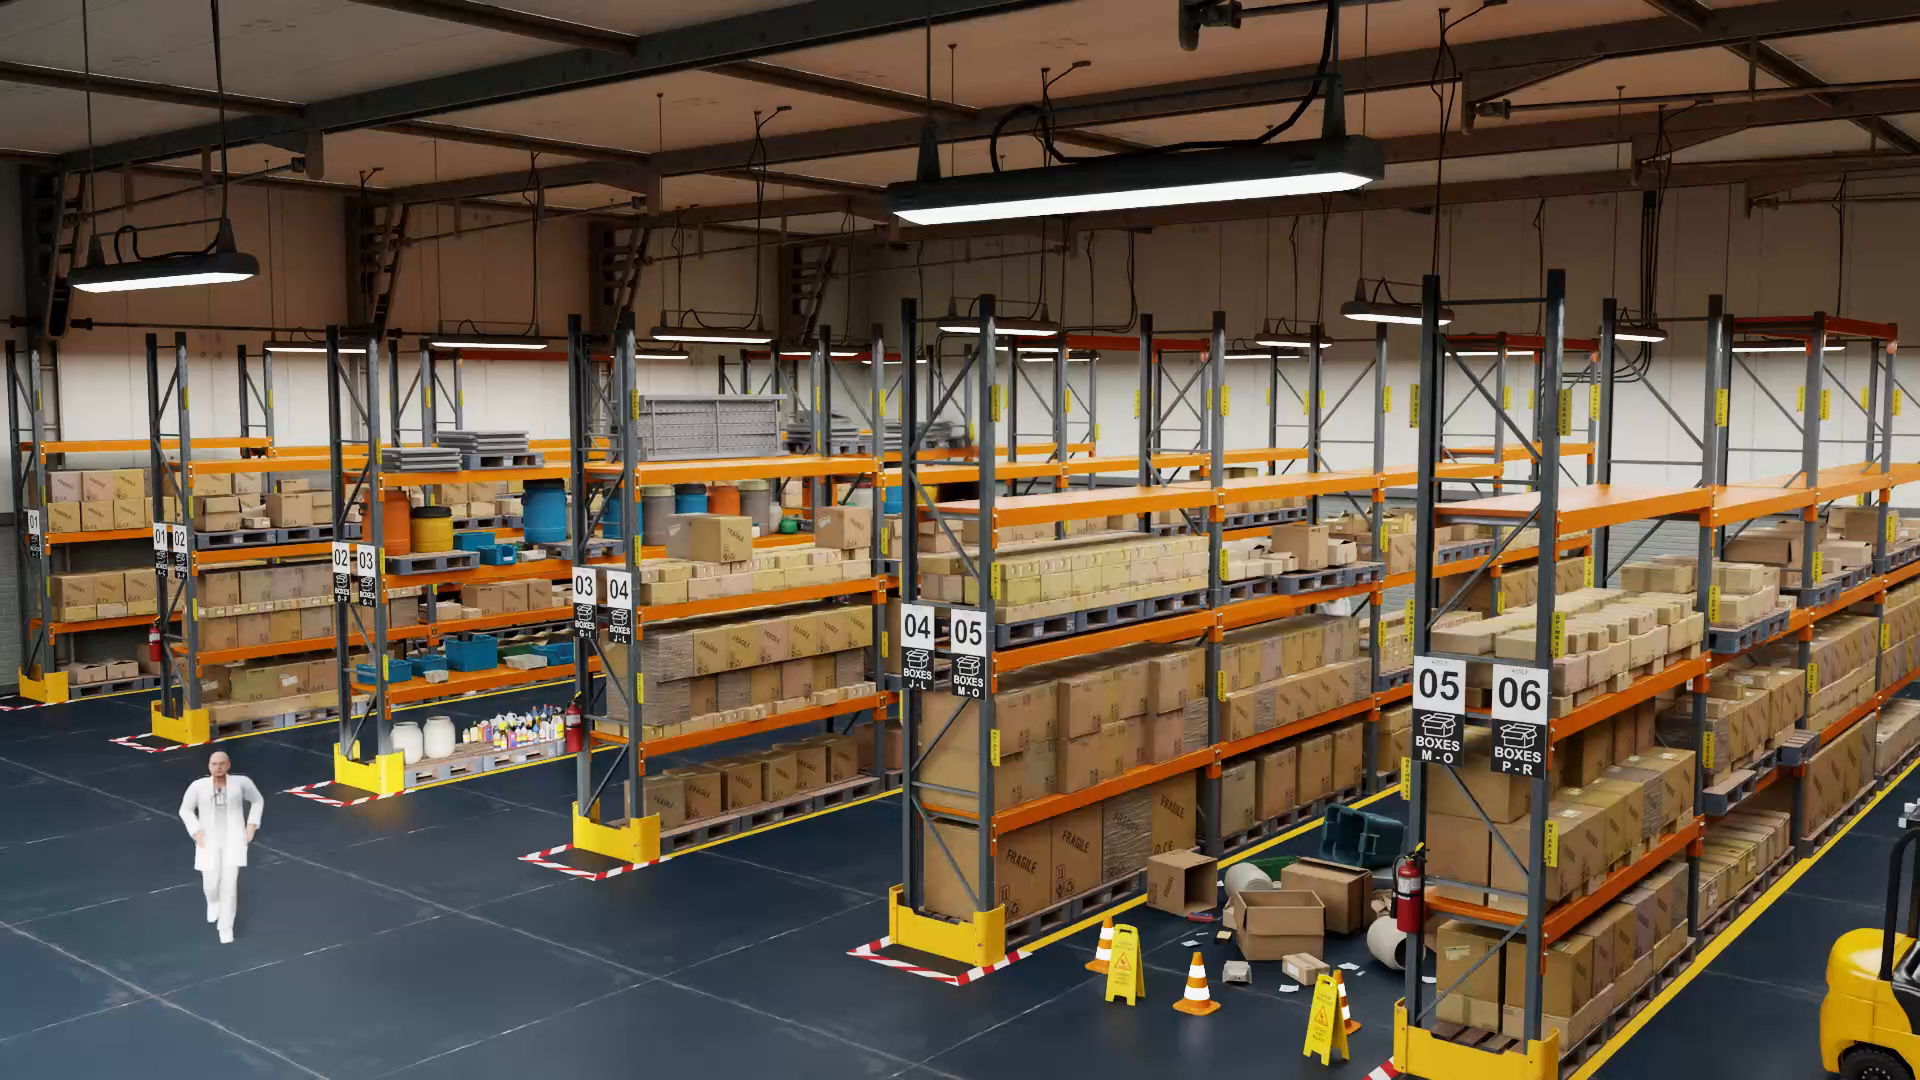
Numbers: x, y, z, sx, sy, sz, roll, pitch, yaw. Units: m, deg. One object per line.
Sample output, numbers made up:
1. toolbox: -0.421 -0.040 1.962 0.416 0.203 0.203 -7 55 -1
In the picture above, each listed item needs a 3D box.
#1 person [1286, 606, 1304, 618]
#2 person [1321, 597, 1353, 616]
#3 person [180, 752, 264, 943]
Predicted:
1. person: 5.426 1.864 26.780 0.637 1.839 0.753 3 6 31
2. person: 7.105 1.482 31.313 0.697 1.738 0.763 -3 6 -32
3. person: -7.013 2.875 15.836 0.738 1.765 0.770 -2 6 -22
